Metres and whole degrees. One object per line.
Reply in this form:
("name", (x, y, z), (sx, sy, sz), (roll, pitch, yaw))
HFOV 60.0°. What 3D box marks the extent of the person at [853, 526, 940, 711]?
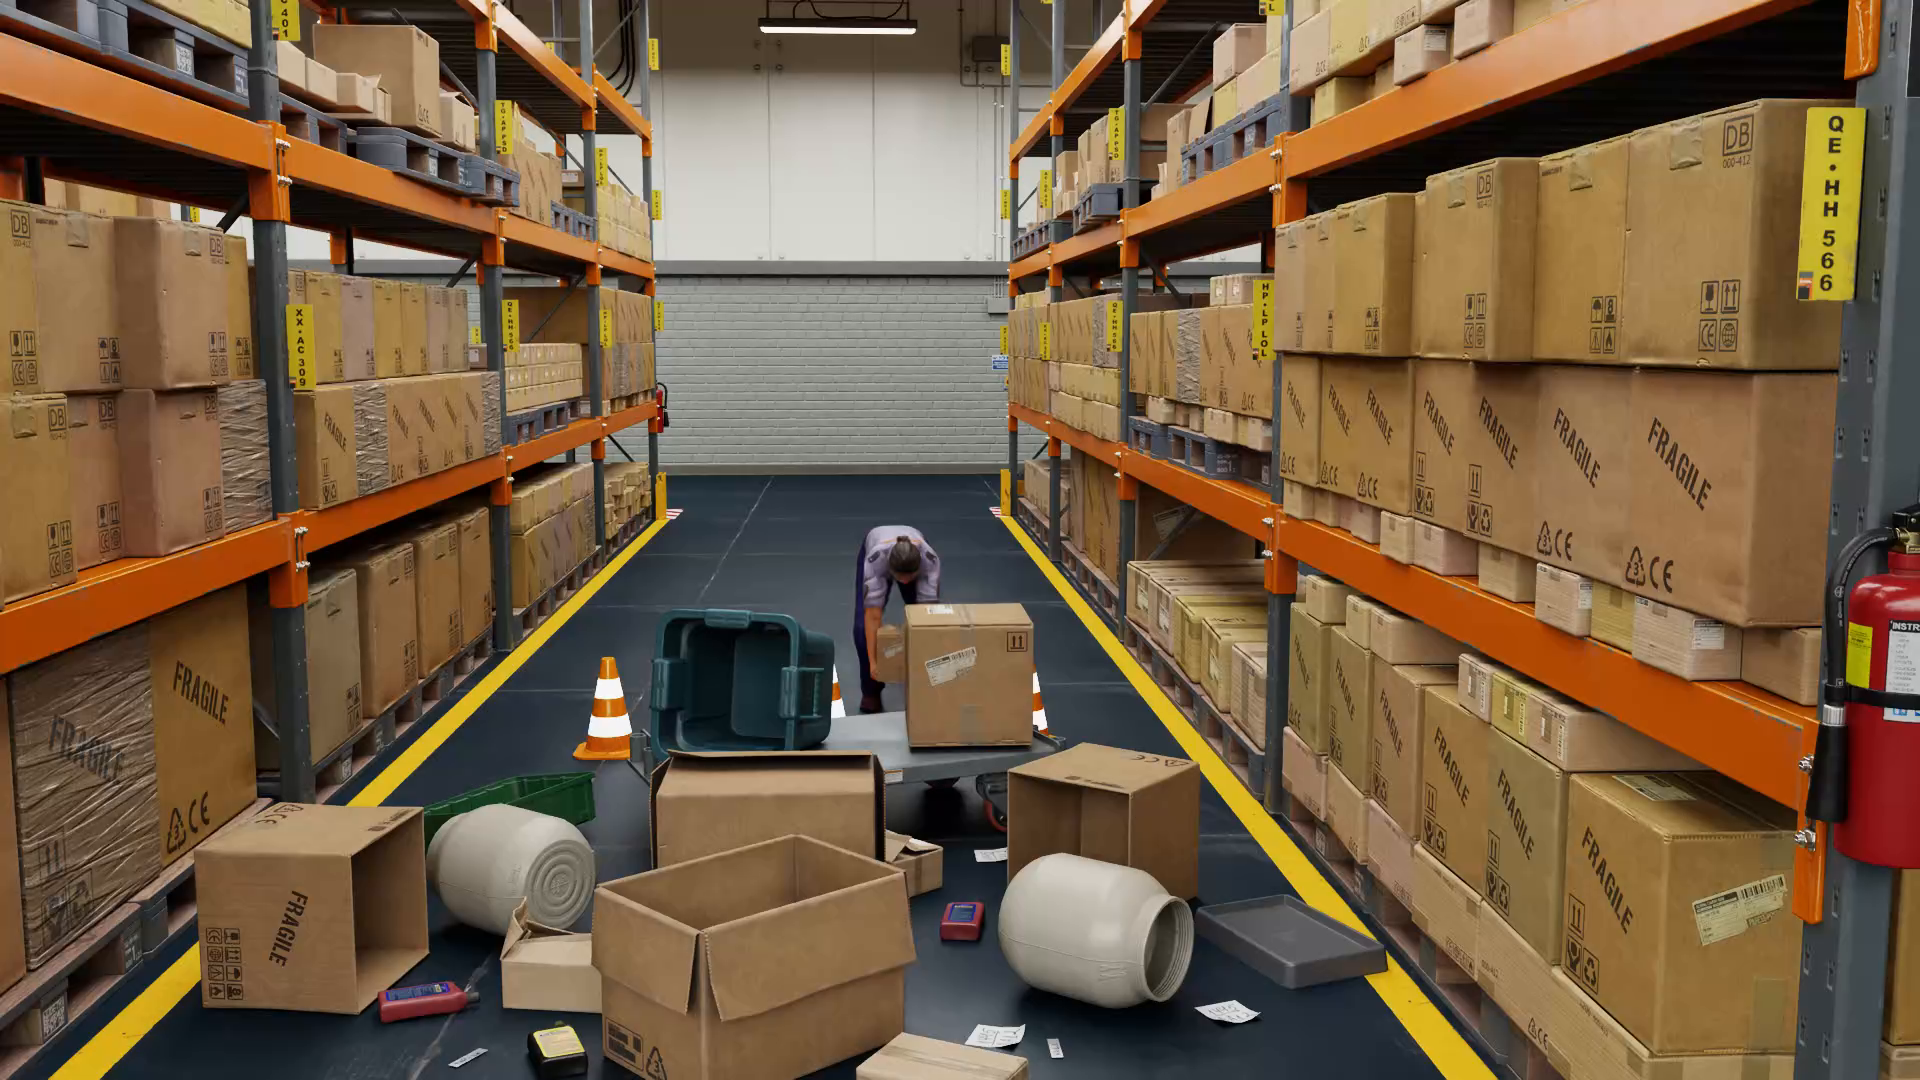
("person", (-0.325, 0.440, 8.882), (0.483, 1.004, 0.910), (-1, 7, -6))
